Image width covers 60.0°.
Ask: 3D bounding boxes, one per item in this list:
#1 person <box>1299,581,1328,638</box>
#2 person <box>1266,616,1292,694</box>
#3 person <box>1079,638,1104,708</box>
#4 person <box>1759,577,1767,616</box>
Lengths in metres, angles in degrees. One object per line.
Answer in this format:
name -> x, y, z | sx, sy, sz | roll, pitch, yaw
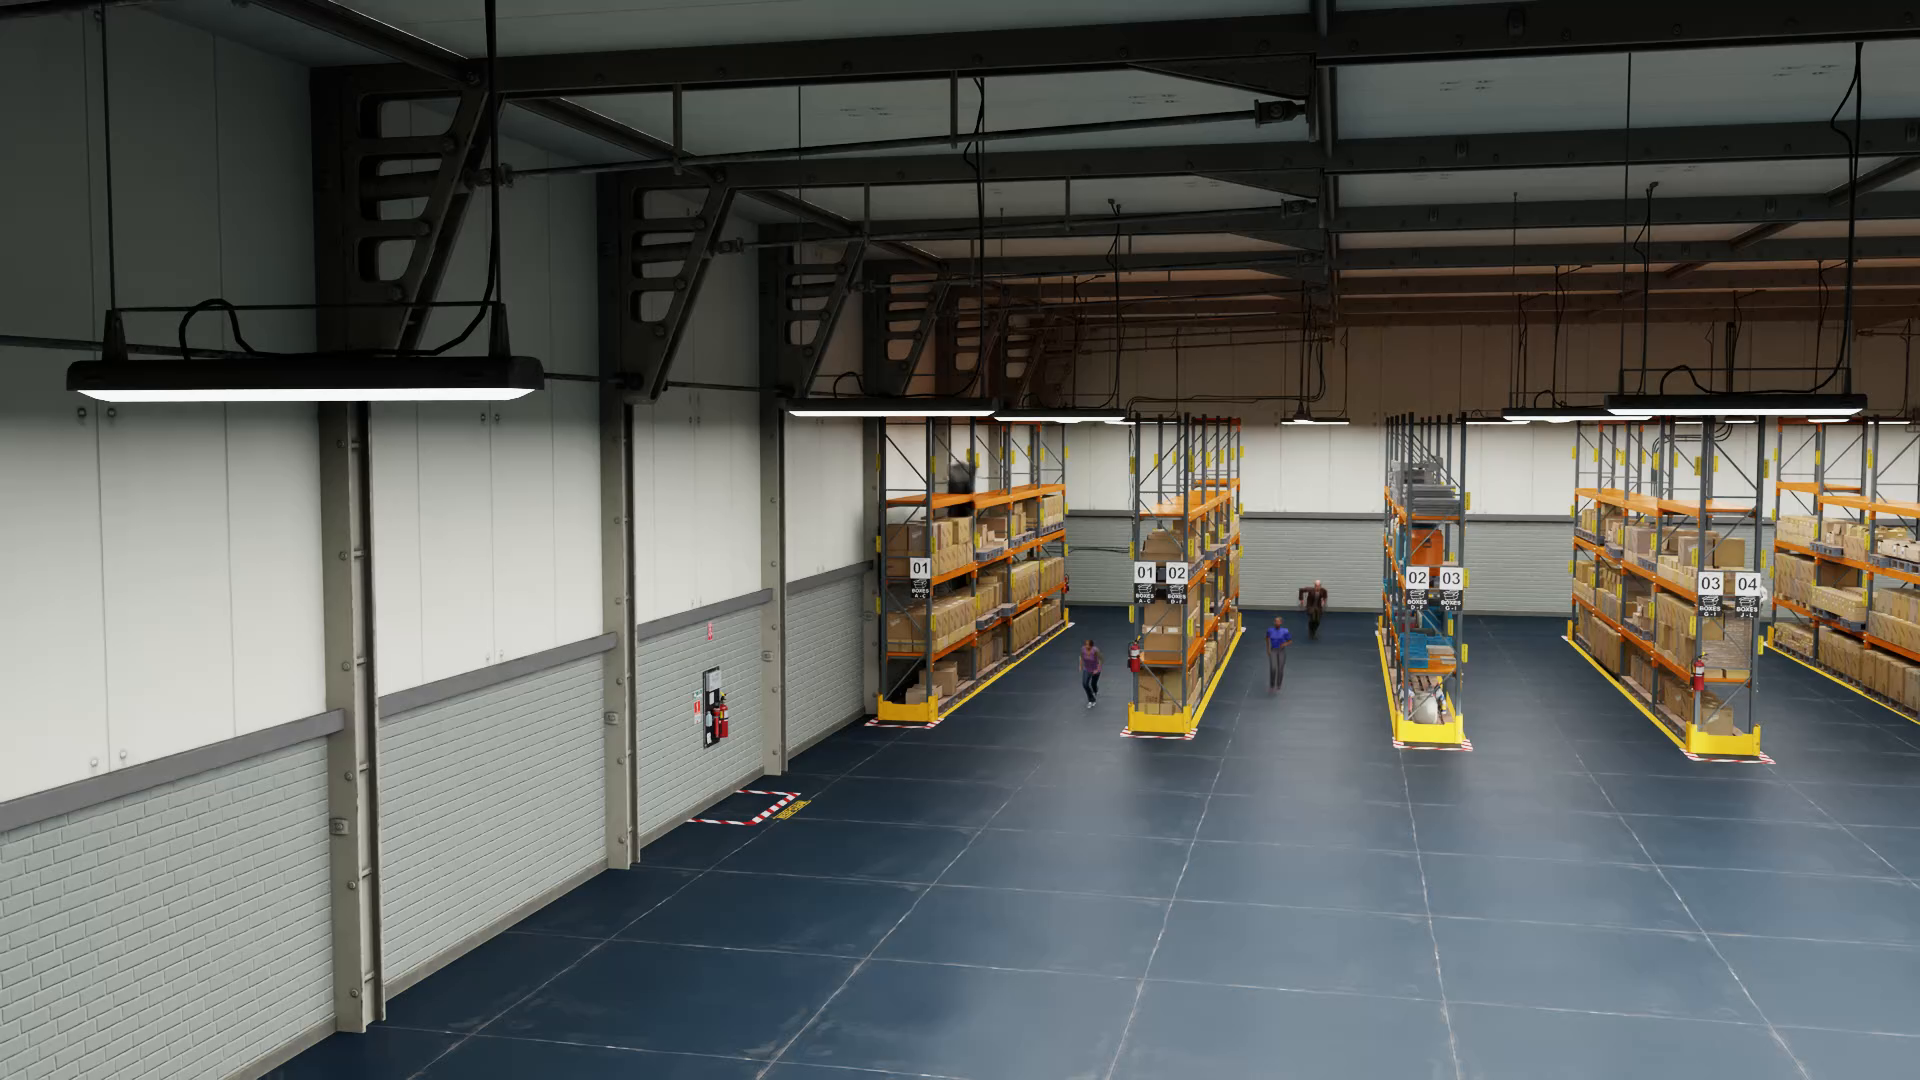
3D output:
person -> 9.545, 1.877, 44.933 | 0.740, 1.605, 0.965 | 0, 4, -3
person -> 6.862, 2.486, 35.809 | 0.557, 1.689, 0.717 | 1, 4, 10
person -> 2.744, 2.700, 34.263 | 0.535, 1.459, 0.956 | 1, 4, 19
person -> 21.787, 1.818, 45.475 | 0.667, 1.712, 0.624 | -3, 5, -40
